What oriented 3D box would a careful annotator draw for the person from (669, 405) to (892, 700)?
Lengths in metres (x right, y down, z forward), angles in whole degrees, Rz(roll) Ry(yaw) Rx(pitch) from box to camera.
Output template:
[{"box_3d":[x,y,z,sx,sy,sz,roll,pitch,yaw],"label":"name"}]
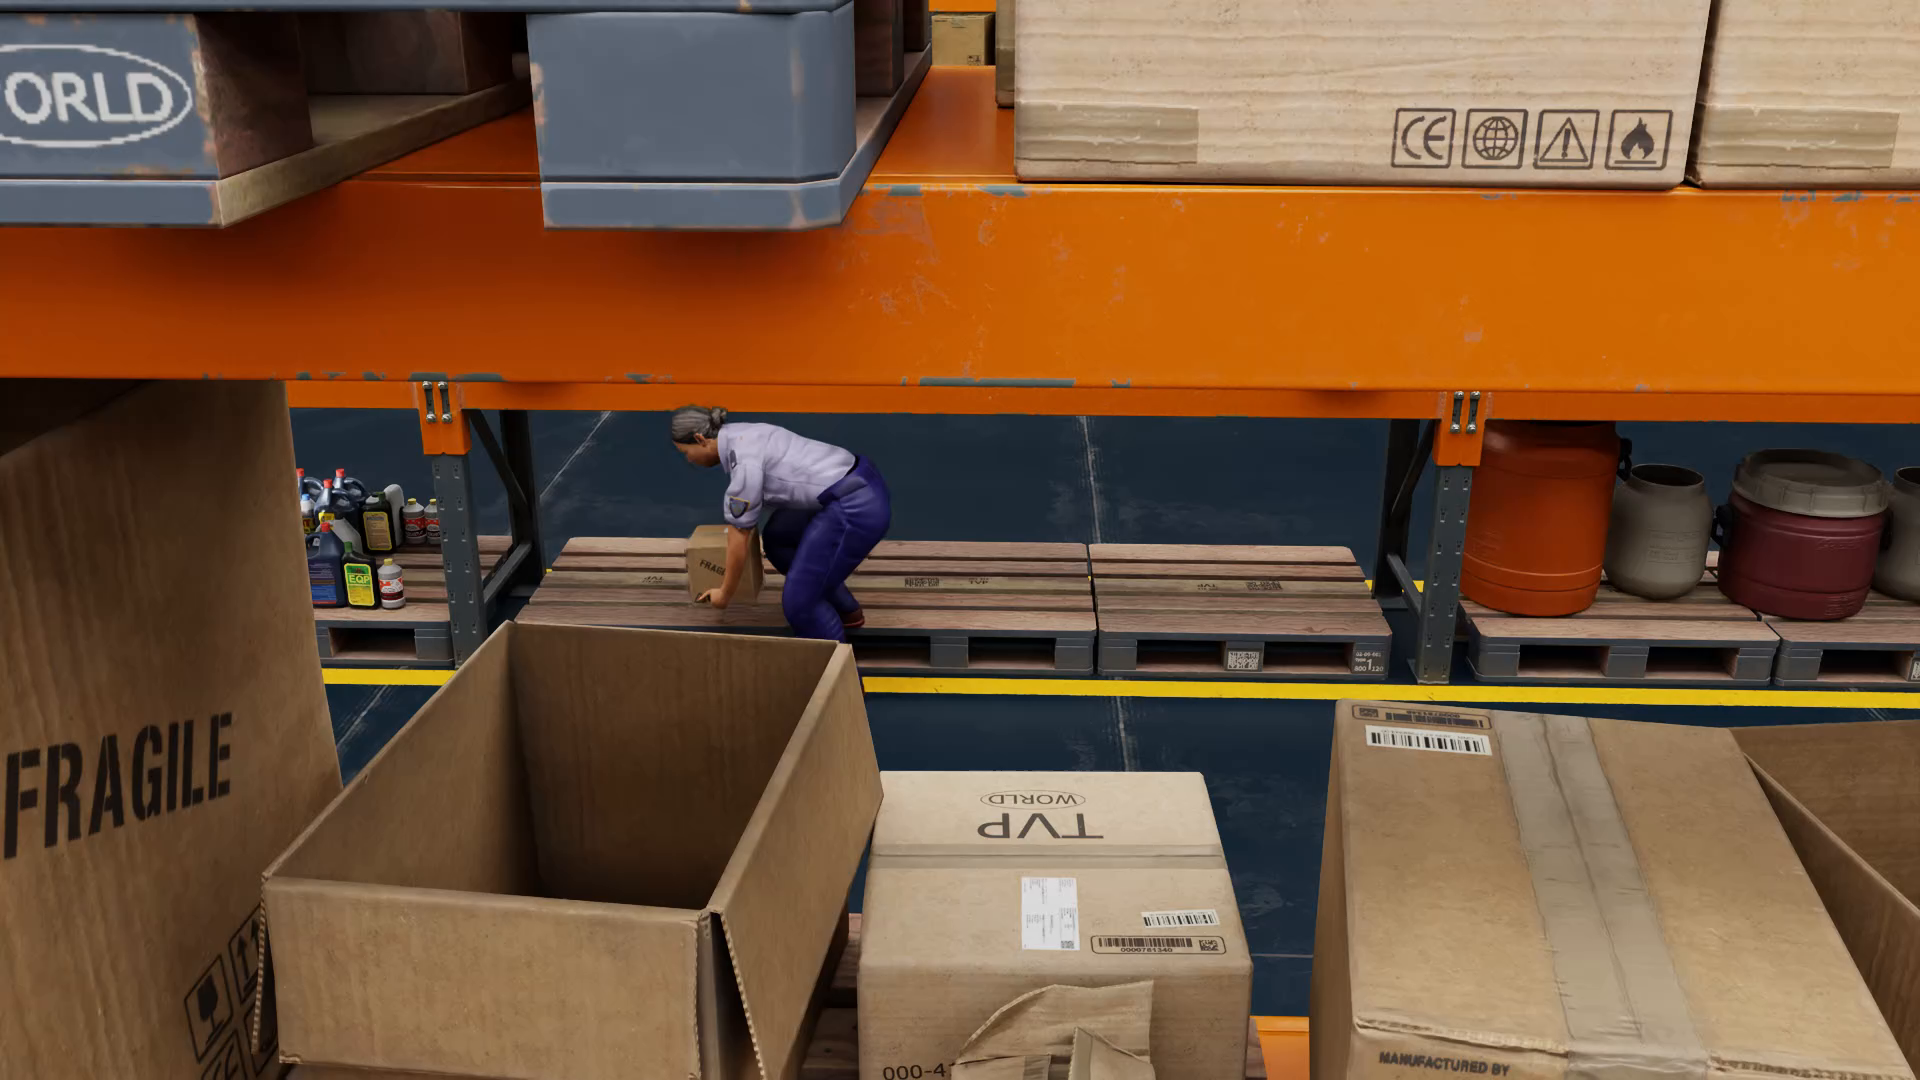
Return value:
[{"box_3d":[-0.695,0.035,6.635,0.857,1.202,0.513,0,21,0],"label":"person"}]
